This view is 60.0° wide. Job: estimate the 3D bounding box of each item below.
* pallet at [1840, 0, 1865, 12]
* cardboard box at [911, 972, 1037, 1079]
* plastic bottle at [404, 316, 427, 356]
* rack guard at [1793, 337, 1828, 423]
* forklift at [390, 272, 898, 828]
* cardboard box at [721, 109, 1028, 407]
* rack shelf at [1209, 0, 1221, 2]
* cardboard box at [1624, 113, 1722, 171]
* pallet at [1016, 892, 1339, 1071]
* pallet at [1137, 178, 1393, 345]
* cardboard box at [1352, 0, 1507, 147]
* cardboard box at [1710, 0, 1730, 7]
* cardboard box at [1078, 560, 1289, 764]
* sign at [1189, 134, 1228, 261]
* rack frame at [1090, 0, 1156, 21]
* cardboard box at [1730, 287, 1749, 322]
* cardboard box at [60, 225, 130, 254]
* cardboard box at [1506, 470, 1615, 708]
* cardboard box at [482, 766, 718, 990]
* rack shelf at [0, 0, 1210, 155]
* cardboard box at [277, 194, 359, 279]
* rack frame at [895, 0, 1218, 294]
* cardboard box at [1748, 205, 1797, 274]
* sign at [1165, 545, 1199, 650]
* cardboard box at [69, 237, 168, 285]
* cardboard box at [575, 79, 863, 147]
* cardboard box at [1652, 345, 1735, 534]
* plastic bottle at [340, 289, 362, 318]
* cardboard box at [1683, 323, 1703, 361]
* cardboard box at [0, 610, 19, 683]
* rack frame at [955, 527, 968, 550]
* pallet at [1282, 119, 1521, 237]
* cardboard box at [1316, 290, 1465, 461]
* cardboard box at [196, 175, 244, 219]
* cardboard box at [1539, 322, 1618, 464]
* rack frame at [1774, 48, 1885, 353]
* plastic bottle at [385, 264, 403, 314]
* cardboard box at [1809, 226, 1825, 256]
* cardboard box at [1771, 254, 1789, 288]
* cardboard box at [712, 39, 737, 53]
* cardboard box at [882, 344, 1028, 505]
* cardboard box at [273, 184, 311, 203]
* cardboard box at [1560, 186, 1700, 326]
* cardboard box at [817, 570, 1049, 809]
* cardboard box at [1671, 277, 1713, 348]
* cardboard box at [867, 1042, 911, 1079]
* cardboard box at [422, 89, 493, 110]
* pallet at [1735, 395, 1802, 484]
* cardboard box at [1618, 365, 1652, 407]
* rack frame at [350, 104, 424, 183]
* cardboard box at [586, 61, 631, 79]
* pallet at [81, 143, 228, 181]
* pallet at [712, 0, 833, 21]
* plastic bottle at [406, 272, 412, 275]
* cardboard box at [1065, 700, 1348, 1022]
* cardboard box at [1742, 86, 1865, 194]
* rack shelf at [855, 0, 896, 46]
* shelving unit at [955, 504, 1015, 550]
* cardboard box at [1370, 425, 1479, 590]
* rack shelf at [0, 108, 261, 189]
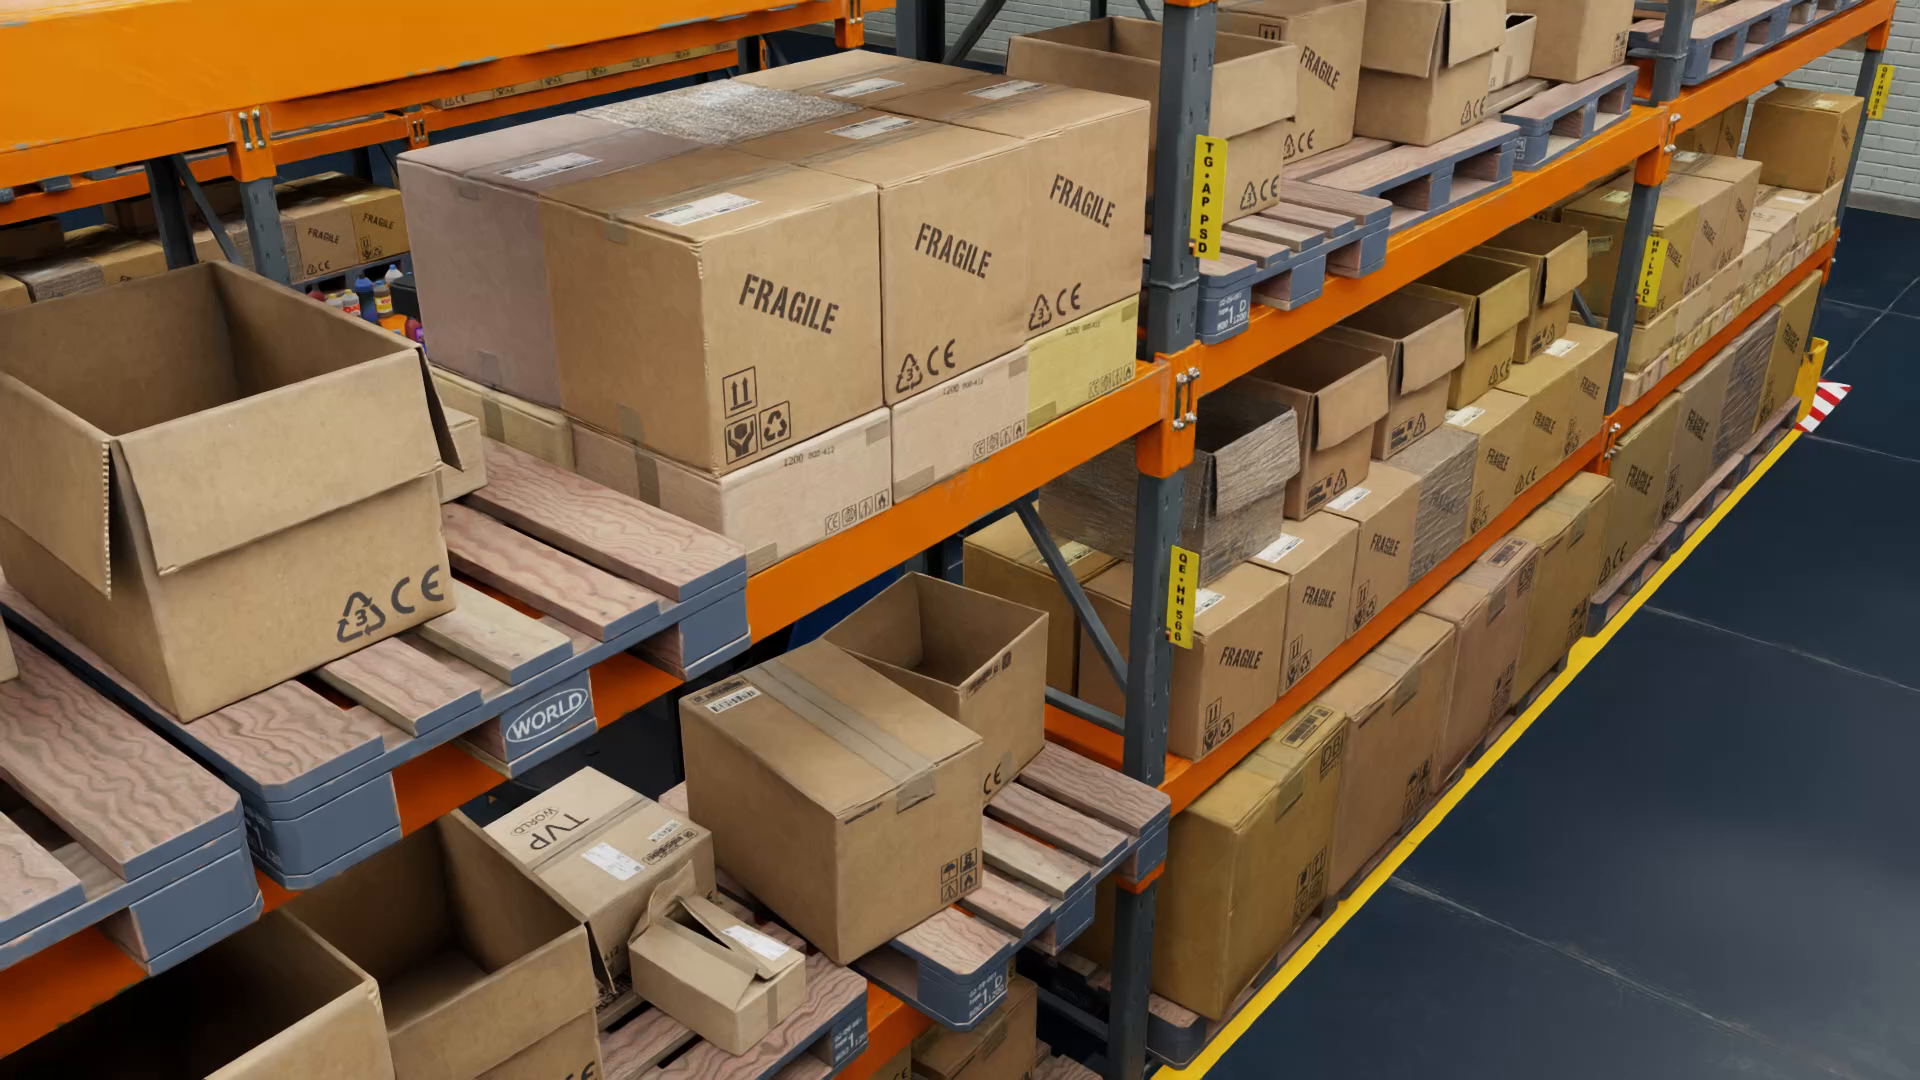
[{"bbox_3d":[4.861,-3.366,9.824,1.003,0.211,1.213,21,34,34],"label":"pallet"},{"bbox_3d":[-0.174,1.655,5.527,0.700,0.500,0.500,19,33,32],"label":"cardboard box"},{"bbox_3d":[-2.816,-1.061,8.663,0.061,0.283,0.133,21,34,34],"label":"plastic bottle"},{"bbox_3d":[5.340,-1.238,11.598,1.175,0.500,0.348,21,34,34],"label":"rack guard"},{"bbox_3d":[-1.439,-0.102,6.758,1.130,2.935,3.031,14,31,25],"label":"forklift"},{"bbox_3d":[-0.192,-0.674,3.872,0.500,0.500,0.500,21,34,34],"label":"cardboard box"},{"bbox_3d":[1.509,-2.379,5.774,1.077,0.370,4.000,21,34,34],"label":"rack shelf"},{"bbox_3d":[4.169,-2.284,9.924,0.500,0.500,0.500,20,33,33],"label":"cardboard box"},{"bbox_3d":[0.796,1.478,6.663,1.003,0.211,1.213,21,34,34],"label":"pallet"},{"bbox_3d":[0.605,-0.995,5.350,1.213,0.211,1.003,23,35,37],"label":"pallet"},{"bbox_3d":[1.519,-1.798,6.127,0.797,0.503,0.637,20,34,34],"label":"cardboard box"},{"bbox_3d":[3.578,-3.013,8.371,0.700,0.500,0.500,23,35,37],"label":"cardboard box"},{"bbox_3d":[0.756,0.360,5.681,0.500,0.500,0.500,22,35,36],"label":"cardboard box"},{"bbox_3d":[0.654,-0.905,4.409,0.100,0.325,0.005,21,34,34],"label":"sign"},{"bbox_3d":[1.503,-3.787,13.805,1.000,3.000,0.127,21,34,34],"label":"rack frame"},{"bbox_3d":[4.216,-1.370,9.408,0.380,0.149,0.250,20,33,33],"label":"cardboard box"},{"bbox_3d":[-6.662,-2.068,12.725,0.500,0.500,0.500,19,33,33],"label":"cardboard box"},{"bbox_3d":[2.389,0.069,8.208,1.225,0.875,0.875,21,34,35],"label":"cardboard box"},{"bbox_3d":[-1.007,0.904,4.444,0.500,0.250,0.500,20,33,33],"label":"cardboard box"},{"bbox_3d":[-1.036,-0.961,3.033,1.077,0.370,4.000,21,34,34],"label":"rack shelf"},{"bbox_3d":[-5.274,-2.471,13.504,0.500,0.500,0.500,21,34,35],"label":"cardboard box"},{"bbox_3d":[0.237,-2.167,4.146,1.000,3.000,0.127,21,34,34],"label":"rack frame"},{"bbox_3d":[4.575,-1.795,9.795,0.500,0.250,0.500,19,33,33],"label":"cardboard box"},{"bbox_3d":[0.661,0.173,4.977,0.100,0.325,0.005,21,34,34],"label":"sign"},{"bbox_3d":[-6.243,-1.926,12.450,0.500,0.500,0.500,20,34,34],"label":"cardboard box"},{"bbox_3d":[-0.586,-0.831,4.175,0.500,0.500,0.500,21,34,35],"label":"cardboard box"},{"bbox_3d":[3.835,-0.694,9.682,0.875,0.875,0.875,21,34,34],"label":"cardboard box"},{"bbox_3d":[-3.361,-1.282,9.180,0.097,0.201,0.097,0,27,0],"label":"plastic bottle"},{"bbox_3d":[3.726,-1.098,8.881,0.380,0.149,0.250,20,33,33],"label":"cardboard box"},{"bbox_3d":[-1.787,0.094,2.729,0.396,0.266,0.258,22,35,36],"label":"cardboard box"},{"bbox_3d":[-0.050,-0.505,9.421,0.240,1.200,0.015,21,34,34],"label":"rack frame"},{"bbox_3d":[1.314,-1.392,6.118,1.003,0.211,1.213,23,35,37],"label":"pallet"},{"bbox_3d":[1.552,-0.717,6.671,0.797,0.503,0.637,22,35,36],"label":"cardboard box"},{"bbox_3d":[-5.993,-2.781,13.287,0.500,0.250,0.500,21,34,35],"label":"cardboard box"},{"bbox_3d":[2.694,-0.720,7.768,0.500,0.500,0.500,21,34,35],"label":"cardboard box"},{"bbox_3d":[5.325,-2.339,11.007,1.000,3.000,0.127,21,34,34],"label":"rack frame"},{"bbox_3d":[-3.175,-1.417,9.364,0.097,0.271,0.097,0,27,0],"label":"plastic bottle"},{"bbox_3d":[5.189,-1.913,10.456,0.380,0.149,0.250,21,34,35],"label":"cardboard box"},{"bbox_3d":[4.704,-1.643,9.934,0.380,0.149,0.250,20,33,33],"label":"cardboard box"},{"bbox_3d":[-2.391,-5.042,16.123,0.500,0.500,0.500,22,35,36],"label":"cardboard box"},{"bbox_3d":[-0.182,-0.348,4.058,0.500,0.250,0.500,21,34,34],"label":"cardboard box"},{"bbox_3d":[-5.687,-2.610,13.773,0.500,0.500,0.500,21,34,35],"label":"cardboard box"},{"bbox_3d":[3.283,-1.415,8.244,0.500,0.500,0.500,21,34,34],"label":"cardboard box"},{"bbox_3d":[-0.076,0.469,5.012,0.500,0.500,0.500,16,31,28],"label":"cardboard box"},{"bbox_3d":[3.602,-1.251,8.744,0.500,0.250,0.500,21,34,34],"label":"cardboard box"},{"bbox_3d":[-0.496,1.516,4.980,0.500,0.250,0.500,-24,36,-38],"label":"cardboard box"},{"bbox_3d":[-4.326,-3.963,14.037,0.500,0.500,0.500,22,34,36],"label":"cardboard box"},{"bbox_3d":[4.877,-0.794,11.056,1.003,0.211,1.213,21,34,34],"label":"pallet"},{"bbox_3d":[3.226,-0.817,8.338,0.380,0.149,0.250,21,34,35],"label":"cardboard box"},{"bbox_3d":[-4.861,-3.818,13.865,1.000,3.000,0.127,21,34,34],"label":"rack frame"},{"bbox_3d":[-3.361,-4.503,15.081,0.500,0.500,0.500,20,34,34],"label":"cardboard box"},{"bbox_3d":[-6.172,-3.005,12.503,1.003,0.211,1.213,21,34,34],"label":"pallet"},{"bbox_3d":[-1.464,-3.311,9.826,1.213,0.211,1.003,21,34,34],"label":"pallet"},{"bbox_3d":[-3.113,-1.420,9.447,0.097,0.201,0.097,0,27,0],"label":"plastic bottle"},{"bbox_3d":[0.692,1.016,6.377,1.225,0.875,0.875,19,33,32],"label":"cardboard box"},{"bbox_3d":[5.218,-2.488,10.319,0.500,0.500,0.500,21,34,35],"label":"cardboard box"},{"bbox_3d":[0.231,-4.090,11.911,1.077,0.370,4.000,21,34,34],"label":"rack shelf"},{"bbox_3d":[0.105,-0.592,9.588,0.258,1.200,0.503,21,34,34],"label":"shelving unit"},{"bbox_3d":[1.725,-0.183,6.730,0.500,0.500,0.500,21,34,35],"label":"cardboard box"},{"bbox_3d":[-4.857,-1.254,6.428,1.077,0.370,4.000,21,34,34],"label":"rack shelf"}]
